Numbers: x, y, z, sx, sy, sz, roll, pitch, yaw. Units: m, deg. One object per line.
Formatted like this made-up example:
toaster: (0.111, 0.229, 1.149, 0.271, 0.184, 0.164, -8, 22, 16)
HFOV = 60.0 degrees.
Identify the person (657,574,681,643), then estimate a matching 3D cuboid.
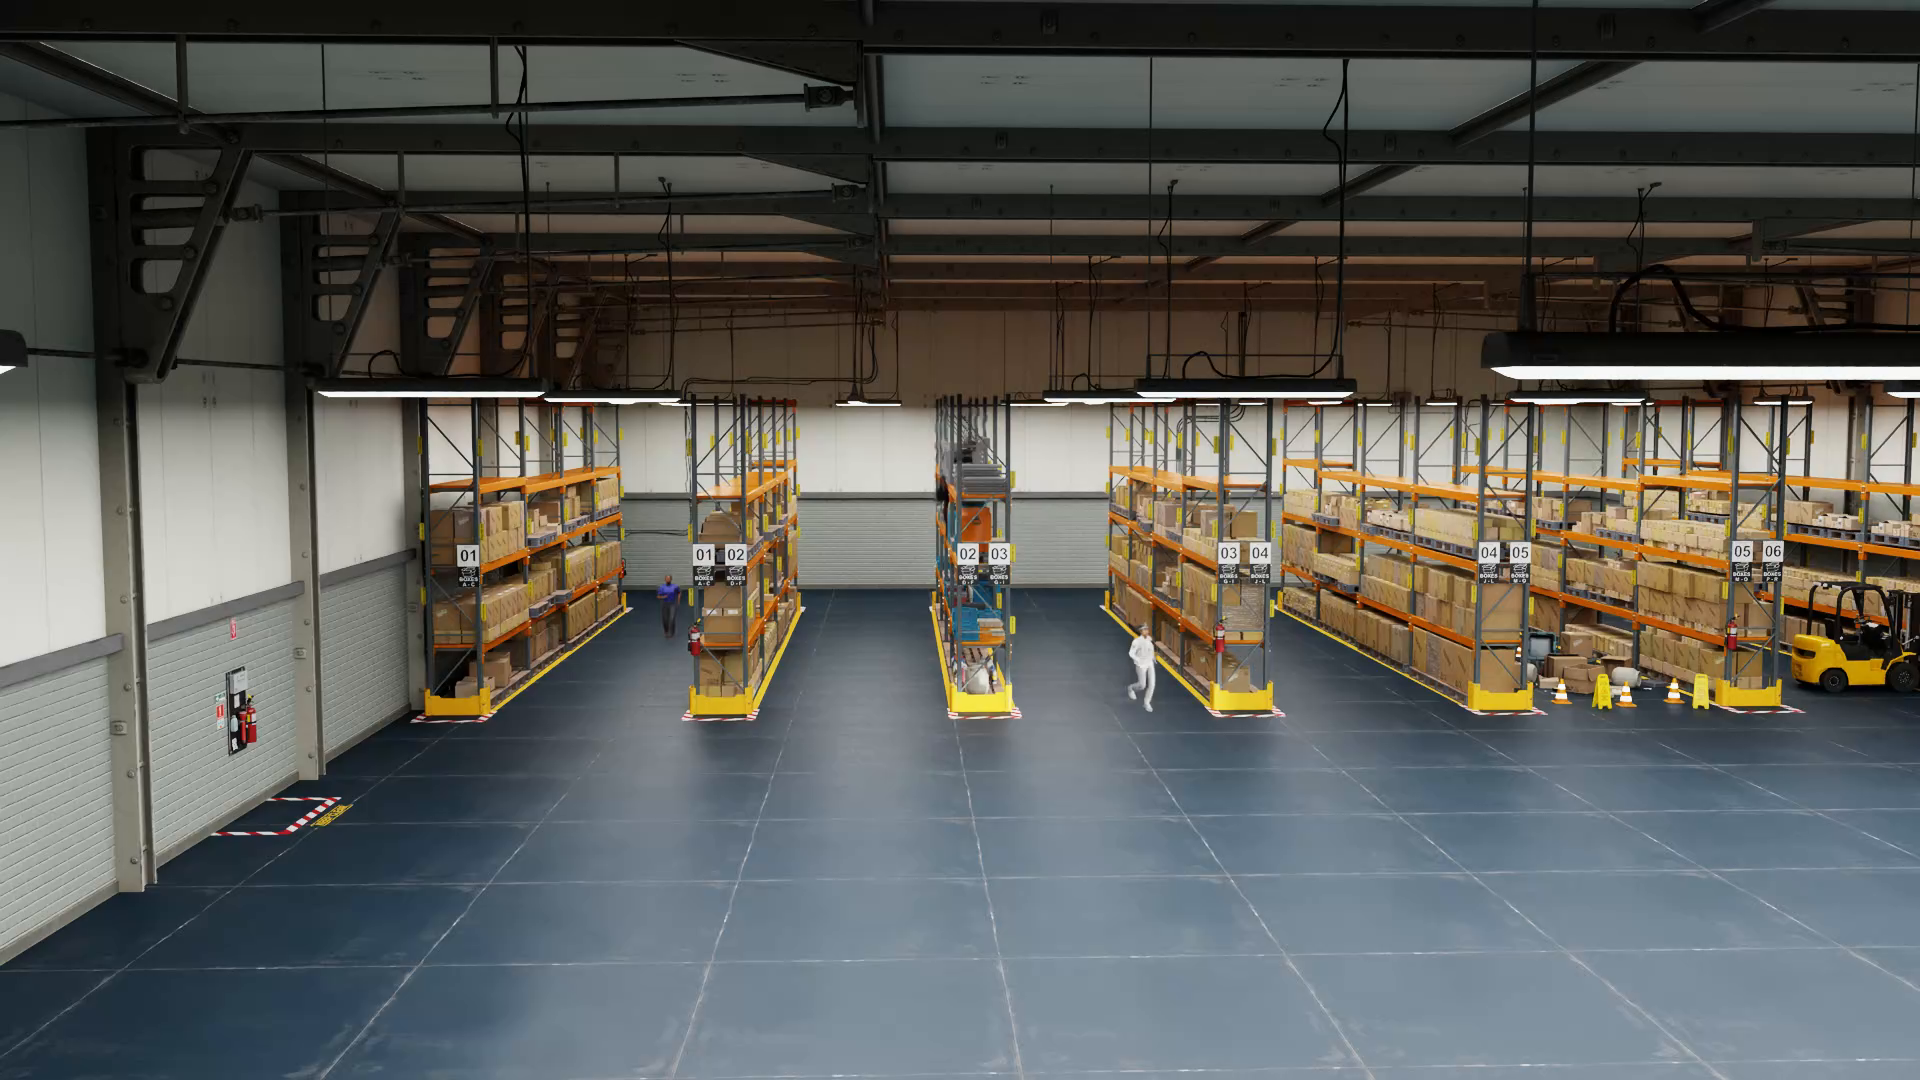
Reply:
person: (-7.151, 1.661, 40.867, 0.575, 1.645, 0.938, -1, 5, -7)

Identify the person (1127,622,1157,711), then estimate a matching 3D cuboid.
person: (3.503, 2.410, 31.830, 0.628, 1.687, 0.729, -2, 5, -29)
